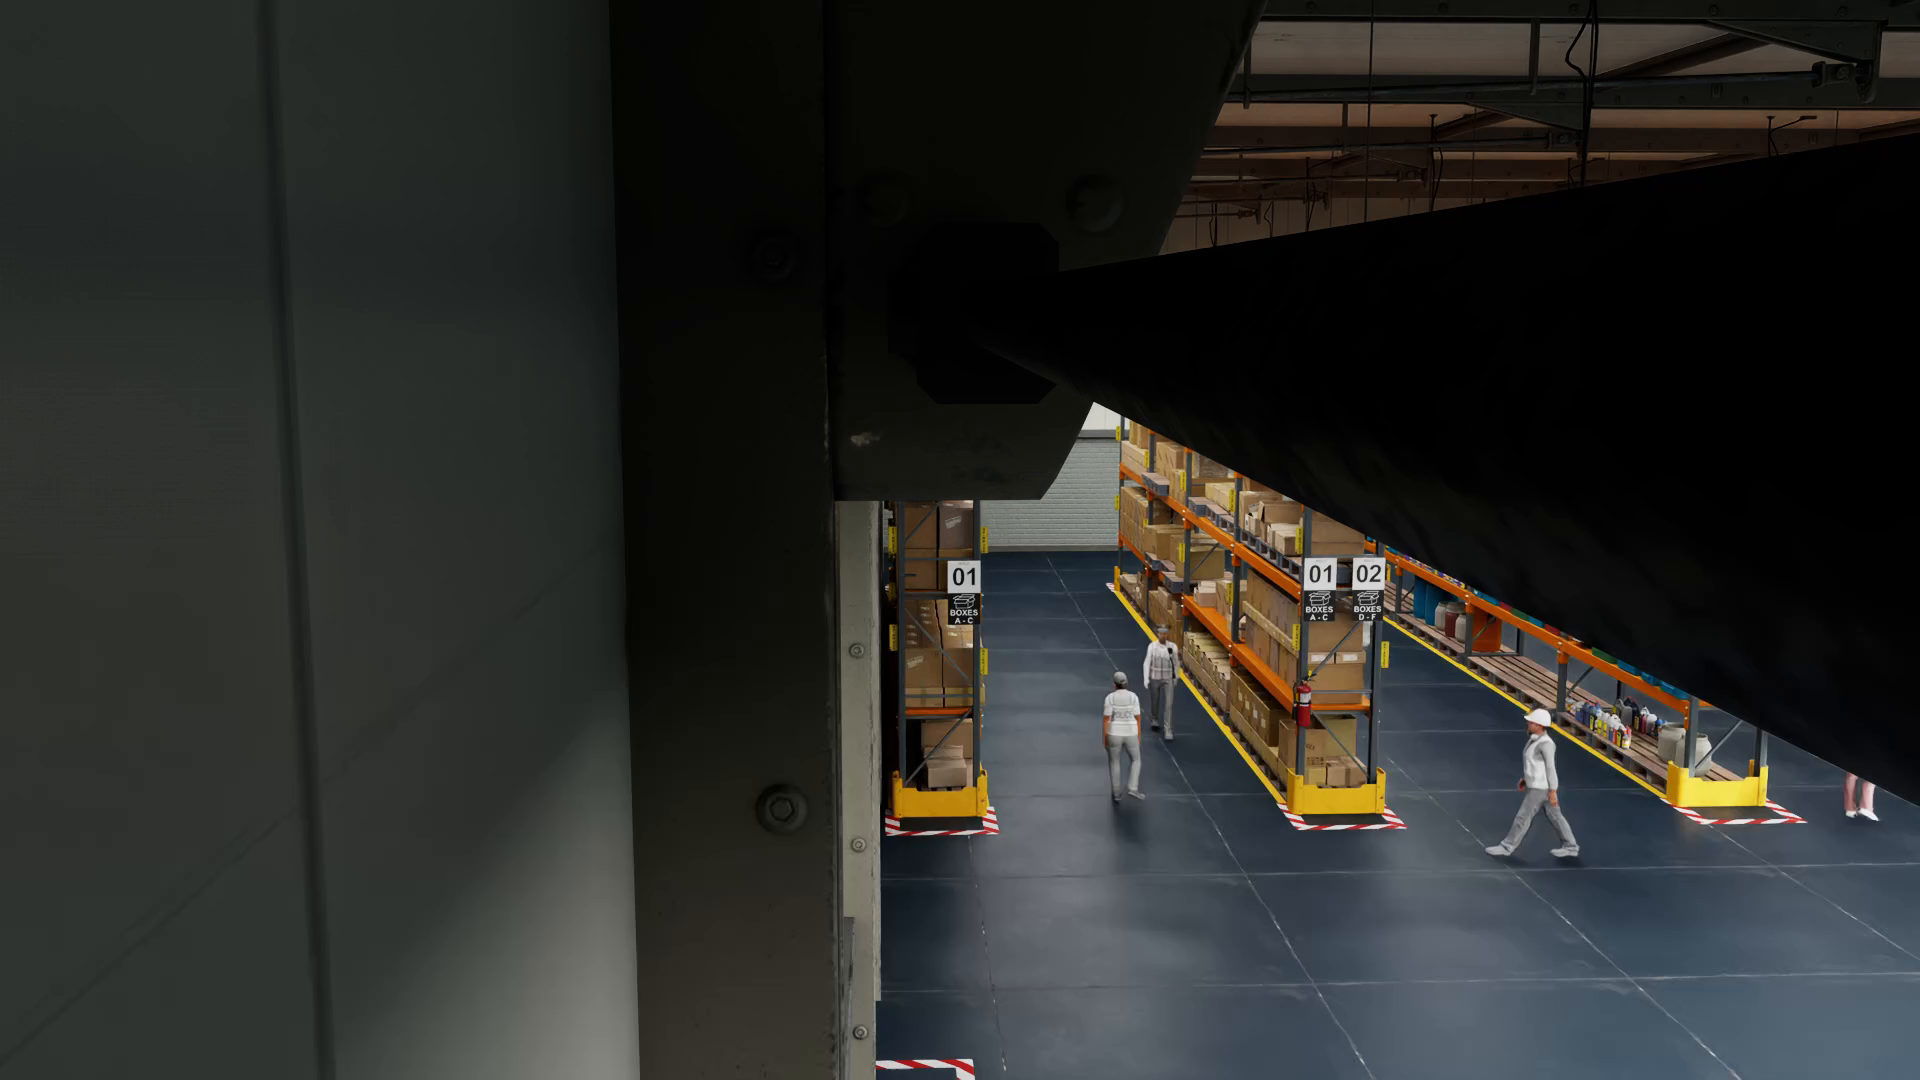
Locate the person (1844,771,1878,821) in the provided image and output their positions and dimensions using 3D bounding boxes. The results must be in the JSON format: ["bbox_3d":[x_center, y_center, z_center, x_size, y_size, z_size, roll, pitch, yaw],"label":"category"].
[{"bbox_3d":[11.044,2.594,20.405,0.513,1.709,0.419,6,10,37],"label":"person"}]

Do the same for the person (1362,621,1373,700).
[{"bbox_3d":[6.410,1.636,26.646,0.555,1.699,1.113,-3,9,-18],"label":"person"}]

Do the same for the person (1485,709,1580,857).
[{"bbox_3d":[6.540,2.753,18.906,1.031,1.706,0.565,2,9,15],"label":"person"}]

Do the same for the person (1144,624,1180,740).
[{"bbox_3d":[2.952,2.017,24.279,0.551,1.615,1.034,0,8,1],"label":"person"}]

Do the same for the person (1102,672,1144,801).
[{"bbox_3d":[2.067,2.501,21.053,0.536,1.660,0.522,0,8,-1],"label":"person"}]
